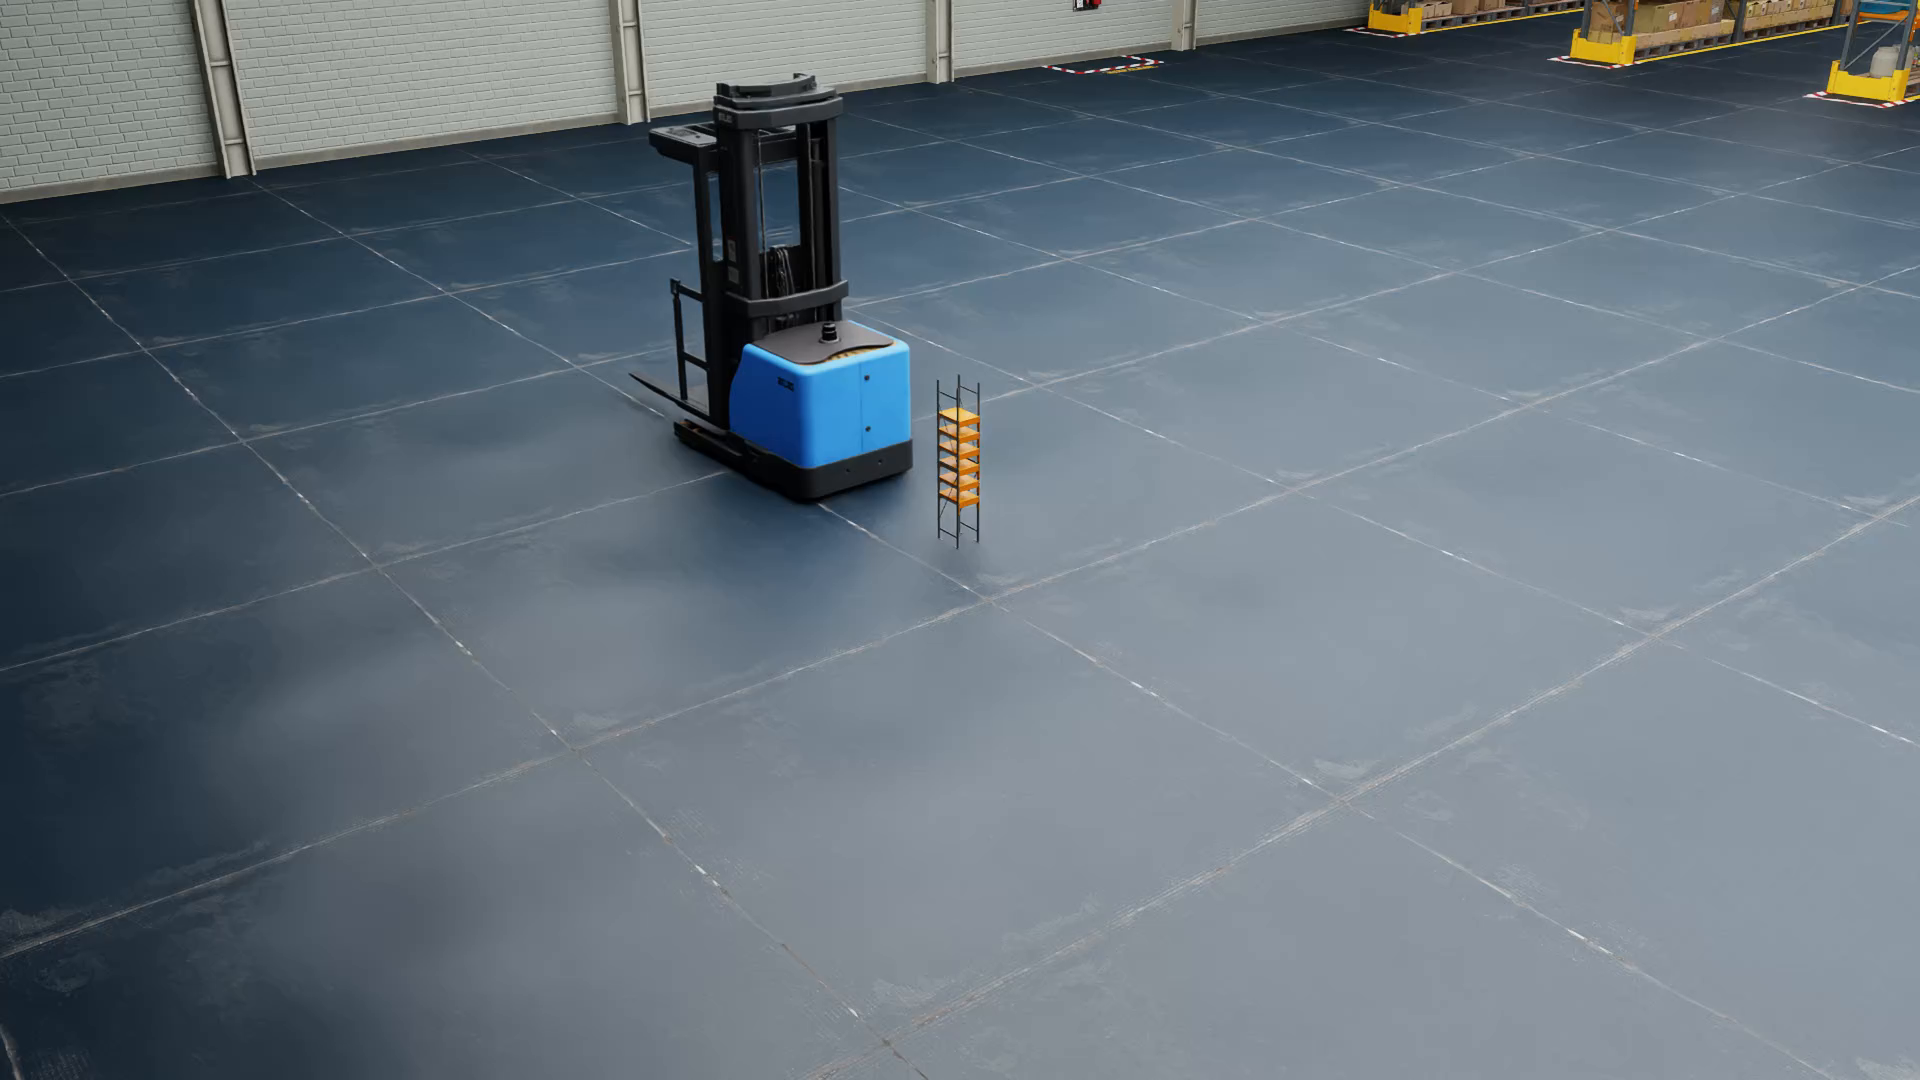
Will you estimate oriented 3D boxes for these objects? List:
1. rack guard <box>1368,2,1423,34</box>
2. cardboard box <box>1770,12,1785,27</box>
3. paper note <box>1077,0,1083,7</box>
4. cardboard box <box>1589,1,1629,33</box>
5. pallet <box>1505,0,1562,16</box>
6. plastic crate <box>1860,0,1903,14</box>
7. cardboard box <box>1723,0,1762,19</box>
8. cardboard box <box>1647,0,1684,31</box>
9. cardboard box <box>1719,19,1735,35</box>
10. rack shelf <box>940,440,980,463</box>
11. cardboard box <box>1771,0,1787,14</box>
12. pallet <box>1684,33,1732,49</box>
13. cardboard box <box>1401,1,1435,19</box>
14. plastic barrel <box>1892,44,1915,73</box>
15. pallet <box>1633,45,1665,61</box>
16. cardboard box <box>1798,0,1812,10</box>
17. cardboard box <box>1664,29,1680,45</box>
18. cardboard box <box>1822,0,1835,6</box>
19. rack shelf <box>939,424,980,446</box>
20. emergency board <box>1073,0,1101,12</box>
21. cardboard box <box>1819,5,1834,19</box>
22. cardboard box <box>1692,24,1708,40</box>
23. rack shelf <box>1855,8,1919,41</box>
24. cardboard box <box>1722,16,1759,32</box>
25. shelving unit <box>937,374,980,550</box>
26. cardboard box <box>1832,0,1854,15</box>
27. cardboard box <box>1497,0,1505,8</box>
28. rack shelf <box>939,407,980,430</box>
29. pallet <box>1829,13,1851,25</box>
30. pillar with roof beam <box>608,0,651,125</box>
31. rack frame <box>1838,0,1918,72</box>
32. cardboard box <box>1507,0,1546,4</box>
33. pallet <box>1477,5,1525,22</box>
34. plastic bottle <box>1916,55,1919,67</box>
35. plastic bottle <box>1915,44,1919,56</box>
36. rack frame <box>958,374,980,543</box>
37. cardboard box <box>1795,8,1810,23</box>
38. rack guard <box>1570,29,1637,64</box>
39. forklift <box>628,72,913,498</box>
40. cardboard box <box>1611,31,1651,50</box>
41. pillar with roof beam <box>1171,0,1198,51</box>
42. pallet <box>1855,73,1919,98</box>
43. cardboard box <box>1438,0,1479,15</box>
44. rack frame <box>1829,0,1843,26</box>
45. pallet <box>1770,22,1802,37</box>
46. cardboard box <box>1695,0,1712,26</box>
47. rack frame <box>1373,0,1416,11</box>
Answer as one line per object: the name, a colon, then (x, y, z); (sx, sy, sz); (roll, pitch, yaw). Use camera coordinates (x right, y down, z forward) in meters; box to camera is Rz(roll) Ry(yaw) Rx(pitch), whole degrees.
rack guard: (9.136, -10.971, 34.923); (0.348, 0.500, 1.175); (-18, 31, -34)
cardboard box: (16.563, -10.718, 34.176); (0.500, 0.250, 0.500); (-19, 31, -36)
paper note: (2.222, -9.943, 30.785); (0.142, 0.148, 0.016); (-18, 31, -34)
cardboard box: (12.375, -9.966, 31.665); (0.500, 0.500, 0.500); (-18, 31, -34)
pallet: (12.836, -12.062, 37.617); (1.213, 0.211, 1.003); (-18, 31, -34)
plastic crate: (15.399, -8.965, 27.808); (0.616, 0.251, 0.499); (-18, 31, -34)
cardboard box: (15.763, -10.707, 33.485); (0.500, 0.311, 0.500); (-18, 30, -34)
cardboard box: (13.473, -10.059, 31.864); (0.500, 0.500, 0.500); (-18, 31, -34)
cardboard box: (15.054, -10.235, 33.134); (0.500, 0.250, 0.500); (-18, 31, -34)
rack shelf: (-0.011, -0.609, 11.585); (0.180, 0.103, 0.258); (-18, 31, -34)
cardboard box: (16.566, -10.970, 34.052); (0.500, 0.311, 0.500); (-19, 31, -36)
pallet: (14.632, -10.027, 33.231); (1.213, 0.211, 1.003); (-18, 31, -34)
cardboard box: (9.677, -11.215, 35.150); (0.500, 0.311, 0.500); (-23, 33, -40)
plastic barrel: (16.055, -8.192, 28.421); (0.421, 0.512, 0.421); (0, 25, 0)
pallet: (12.712, -9.393, 31.865); (1.213, 0.211, 1.003); (-18, 31, -34)
cardboard box: (17.367, -11.236, 34.625); (0.500, 0.311, 0.500); (-18, 31, -34)
cardboard box: (13.480, -9.715, 32.014); (0.500, 0.250, 0.500); (-18, 31, -34)
cardboard box: (18.171, -11.503, 35.201); (0.500, 0.311, 0.500); (-17, 30, -33)
rack shelf: (-0.011, -0.718, 11.534); (0.180, 0.103, 0.258); (-18, 31, -34)
emergency board: (2.404, -10.366, 30.649); (0.643, 1.169, 0.194); (-18, 31, -34)
cardboard box: (18.168, -11.249, 35.320); (0.500, 0.250, 0.500); (-17, 30, -33)
cardboard box: (14.270, -9.973, 32.571); (0.500, 0.250, 0.500); (-18, 31, -34)
rack shelf: (16.764, -8.996, 28.553); (4.000, 0.370, 1.077); (-18, 31, -34)
cardboard box: (15.754, -10.450, 33.598); (0.500, 0.250, 0.500); (-19, 31, -35)
shelving unit: (-0.011, -0.540, 11.617); (0.189, 1.200, 0.258); (-18, 31, -34)
cardboard box: (18.966, -11.613, 35.782); (0.500, 0.500, 0.500); (-17, 30, -32)
cardboard box: (11.822, -11.890, 36.776); (0.380, 0.166, 0.250); (22, 33, 39)
rack shelf: (-0.011, -0.827, 11.484); (0.180, 0.103, 0.258); (-18, 31, -34)
pallet: (19.042, -11.440, 36.276); (1.213, 0.211, 1.003); (-18, 31, -34)
pillar with roof beam: (-2.414, -9.173, 20.953); (0.400, 9.000, 9.100); (-18, 31, -34)
rack frame: (15.190, -8.803, 27.282); (0.127, 3.000, 1.000); (-18, 31, -34)
cardboard box: (12.793, -12.387, 37.450); (0.500, 0.500, 0.700); (-17, 30, -32)
pallet: (11.718, -11.673, 36.779); (1.213, 0.211, 1.003); (-18, 31, -34)
plastic bottle: (16.926, -8.464, 29.353); (0.097, 0.201, 0.097); (0, 25, 0)
plastic bottle: (16.963, -8.609, 29.487); (0.185, 0.351, 0.144); (-19, 31, -34)
rack frame: (0.061, -0.564, 11.668); (0.006, 1.200, 0.240); (-18, 31, -34)
cardboard box: (17.367, -10.984, 34.749); (0.500, 0.250, 0.500); (-17, 30, -33)
rack guard: (12.117, -9.305, 31.333); (0.348, 0.500, 1.175); (-18, 31, -34)
forklift: (-1.685, -2.189, 13.112); (1.130, 2.935, 3.031); (-19, 31, -35)
cardboard box: (12.695, -9.454, 31.452); (0.500, 0.250, 0.500); (-18, 31, -34)
pillar with roof beam: (7.029, -12.290, 27.669); (0.400, 9.000, 9.100); (-18, 31, -34)
pallet: (15.863, -7.783, 28.397); (1.213, 0.211, 1.003); (-18, 31, -34)
cardboard box: (10.733, -11.623, 35.805); (0.500, 0.500, 0.700); (-21, 32, -37)
rack frame: (18.432, -12.523, 35.298); (0.127, 3.000, 1.000); (-18, 31, -34)
pallet: (16.800, -10.742, 34.773); (1.213, 0.211, 1.003); (-18, 31, -34)
cardboard box: (14.262, -10.318, 32.422); (0.500, 0.500, 0.500); (-18, 31, -34)
rack frame: (9.077, -12.085, 34.354); (0.127, 3.000, 1.000); (-18, 31, -34)
